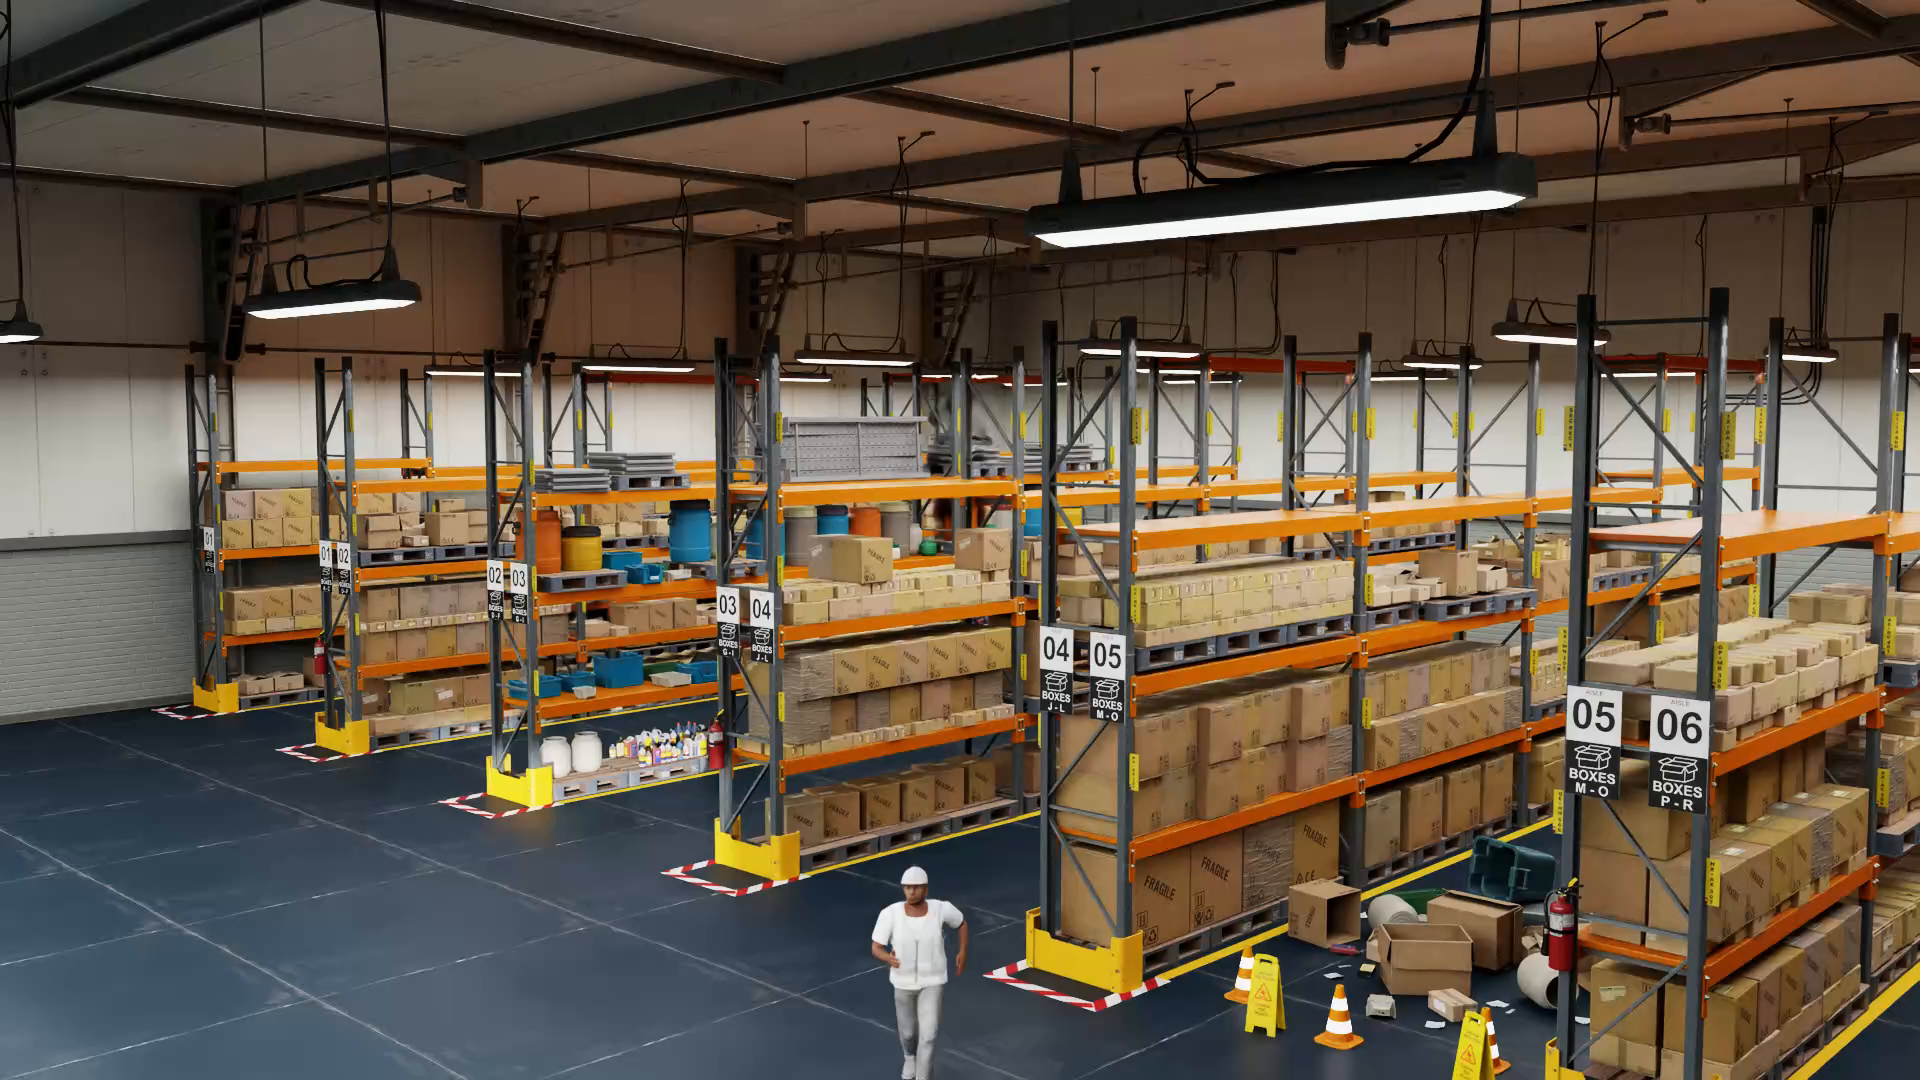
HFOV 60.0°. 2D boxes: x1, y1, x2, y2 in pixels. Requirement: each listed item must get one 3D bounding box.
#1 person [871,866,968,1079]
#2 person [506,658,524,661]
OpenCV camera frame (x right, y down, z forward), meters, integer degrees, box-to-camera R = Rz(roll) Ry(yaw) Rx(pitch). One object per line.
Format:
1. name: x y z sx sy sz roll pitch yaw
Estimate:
1. person: -0.316 3.327 12.427 0.696 1.773 0.967 0 4 5
2. person: -7.995 1.987 30.031 0.710 1.757 0.563 4 6 40
